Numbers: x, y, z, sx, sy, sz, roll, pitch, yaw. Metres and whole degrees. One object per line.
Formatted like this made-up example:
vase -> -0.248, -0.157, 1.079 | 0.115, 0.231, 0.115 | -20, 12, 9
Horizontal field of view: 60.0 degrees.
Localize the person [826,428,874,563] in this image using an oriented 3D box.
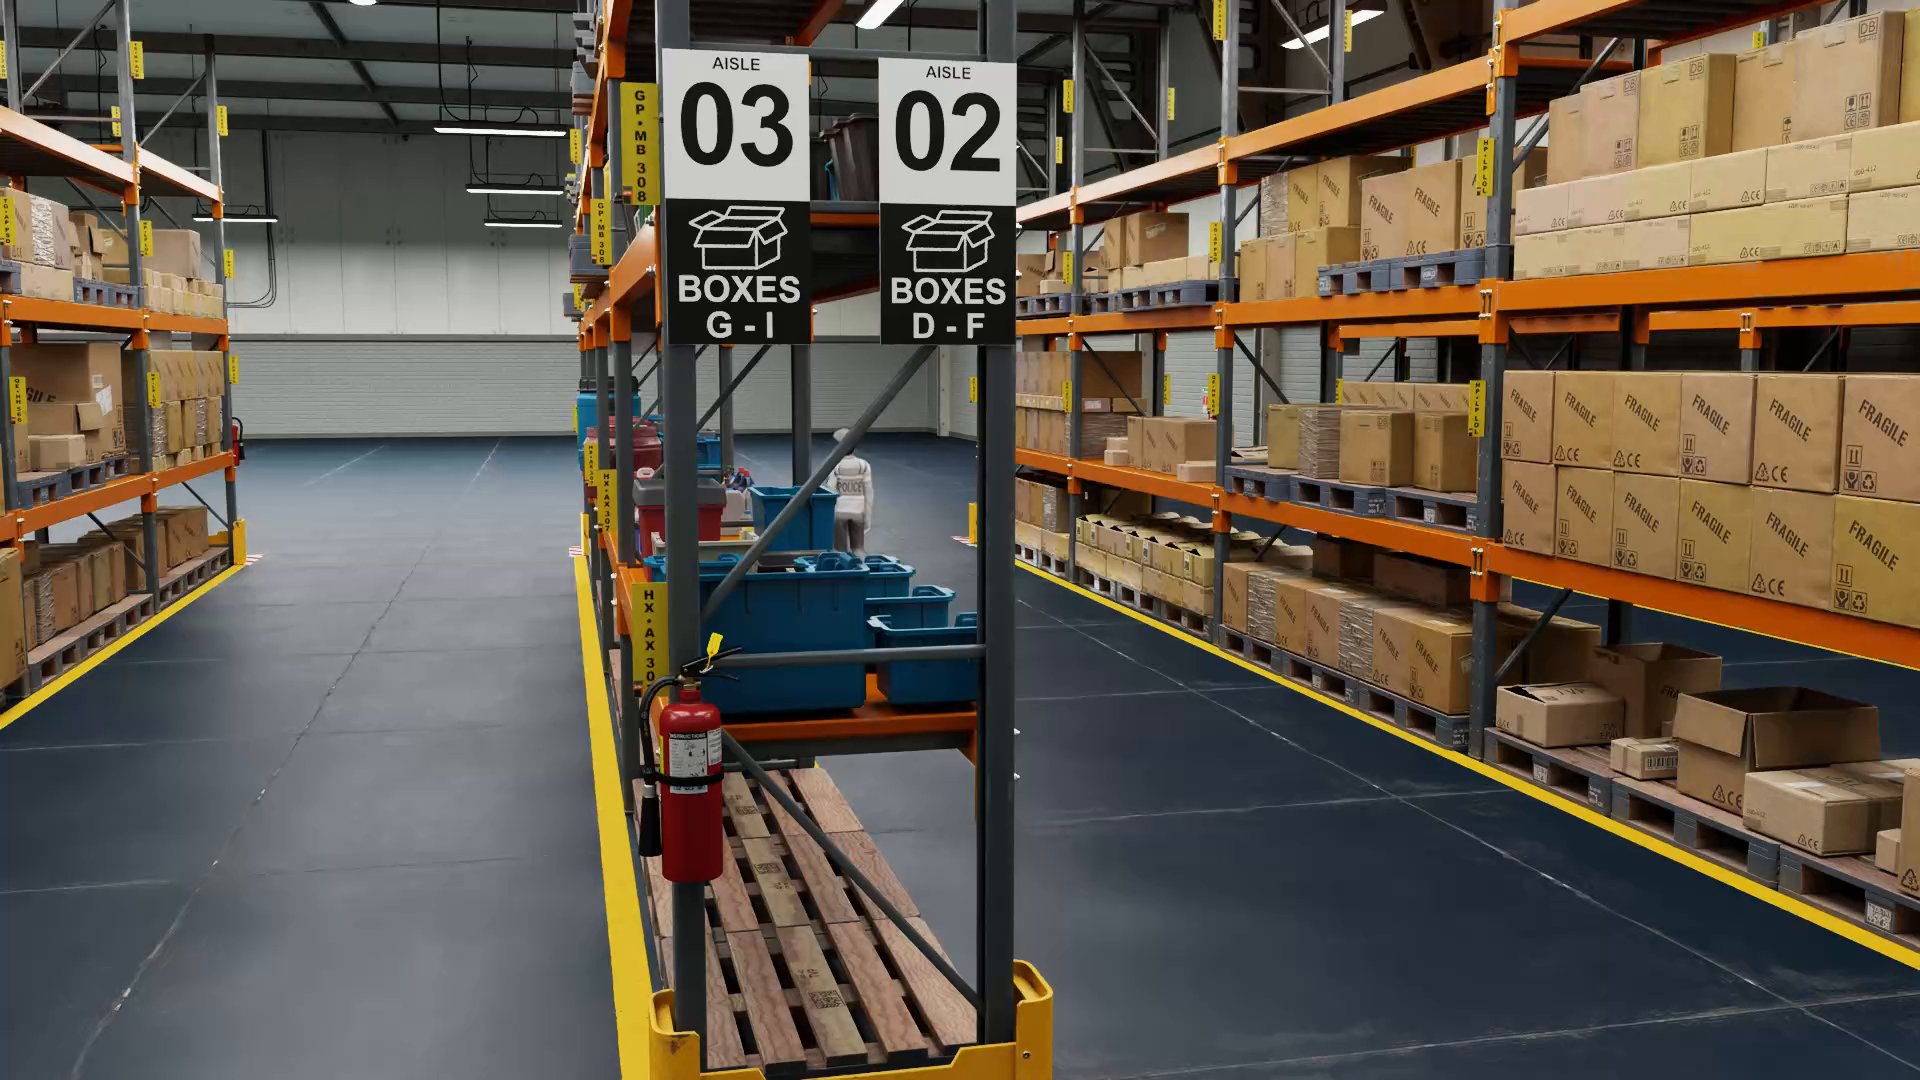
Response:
person -> -1.076, -0.226, 15.904 | 0.486, 1.682, 0.448 | -2, 7, -20
